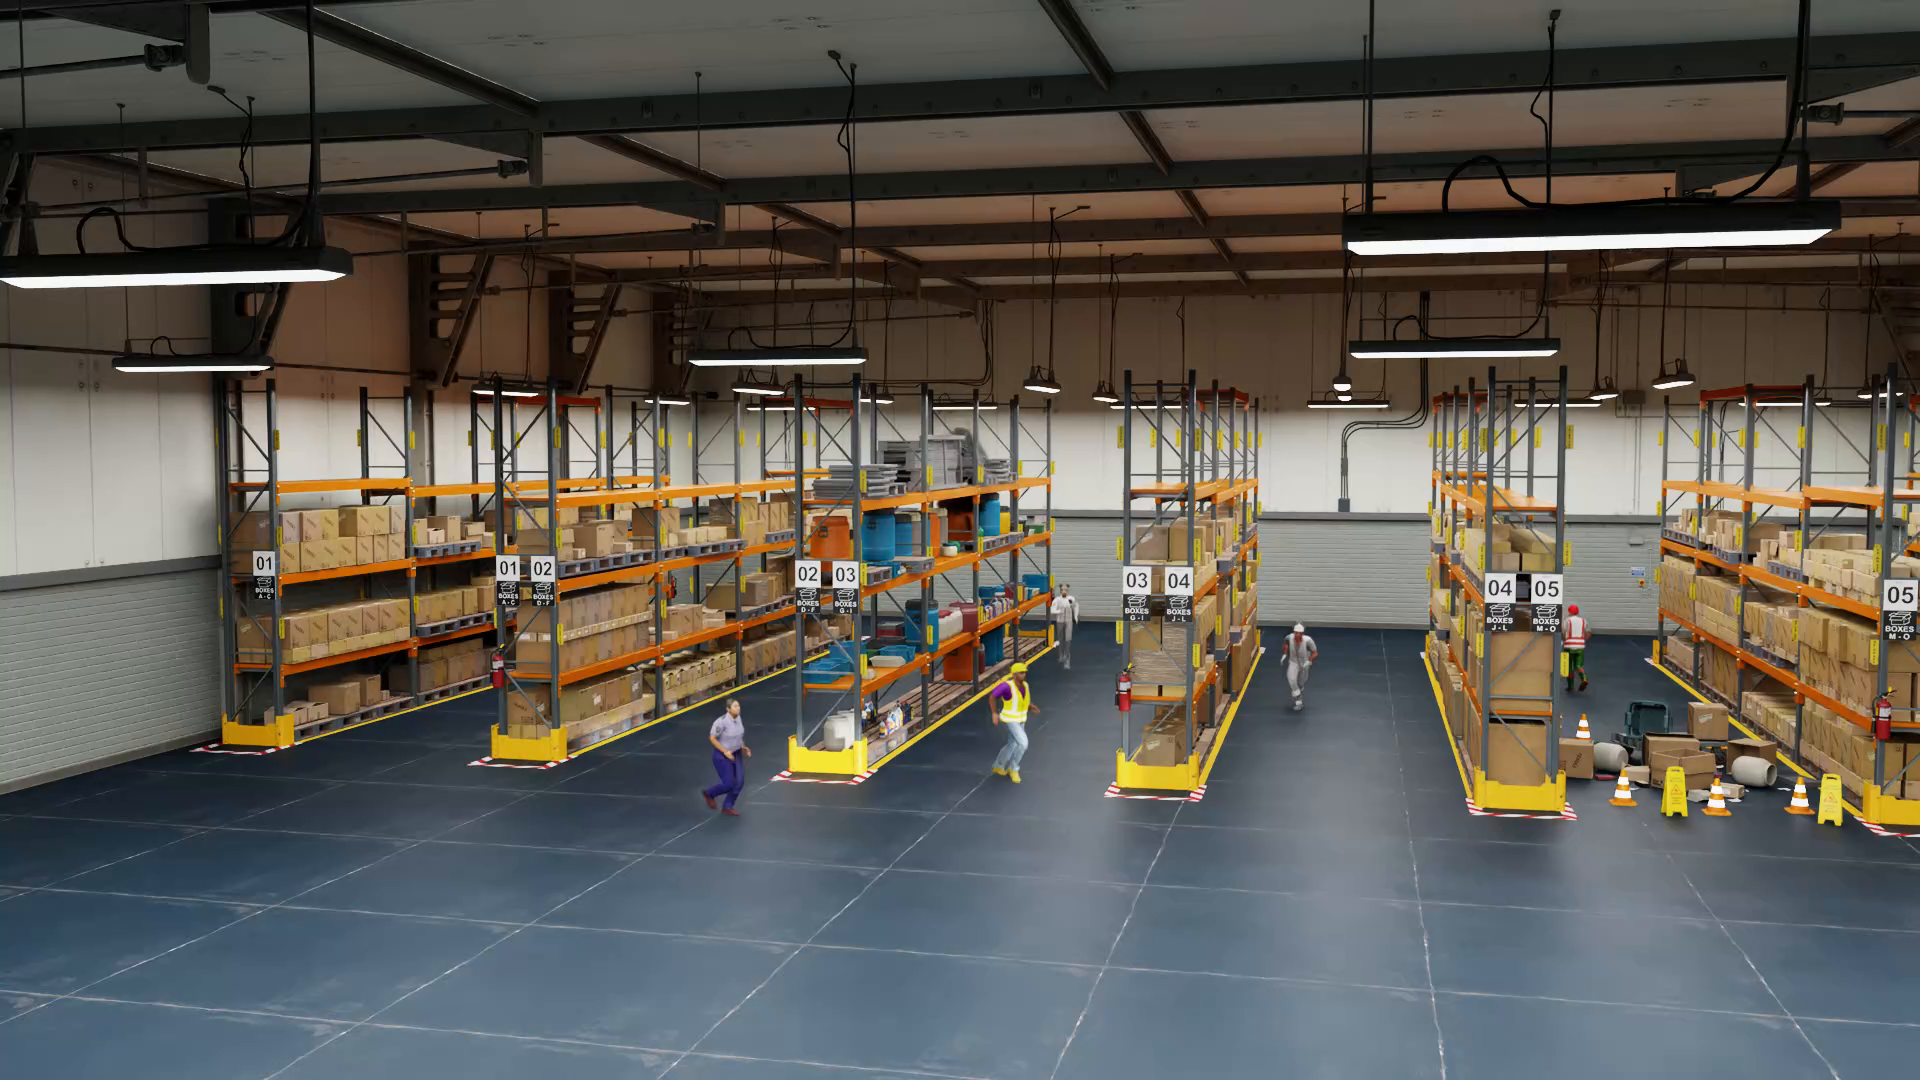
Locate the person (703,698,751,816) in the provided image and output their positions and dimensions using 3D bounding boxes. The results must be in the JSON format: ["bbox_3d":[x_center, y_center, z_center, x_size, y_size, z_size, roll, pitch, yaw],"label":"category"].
[{"bbox_3d":[-3.155,2.932,22.223,0.593,1.496,0.592,2,4,34],"label":"person"}]

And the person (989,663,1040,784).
[{"bbox_3d":[0.788,2.678,24.401,0.837,1.774,0.636,3,5,40],"label":"person"}]

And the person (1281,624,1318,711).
[{"bbox_3d":[6.335,2.327,30.995,0.684,1.618,1.131,1,4,17],"label":"person"}]

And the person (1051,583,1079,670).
[{"bbox_3d":[2.197,1.793,34.927,0.586,1.793,0.793,0,3,4],"label":"person"}]

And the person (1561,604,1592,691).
[{"bbox_3d":[12.229,2.159,32.984,0.660,1.739,0.803,0,3,1],"label":"person"}]
